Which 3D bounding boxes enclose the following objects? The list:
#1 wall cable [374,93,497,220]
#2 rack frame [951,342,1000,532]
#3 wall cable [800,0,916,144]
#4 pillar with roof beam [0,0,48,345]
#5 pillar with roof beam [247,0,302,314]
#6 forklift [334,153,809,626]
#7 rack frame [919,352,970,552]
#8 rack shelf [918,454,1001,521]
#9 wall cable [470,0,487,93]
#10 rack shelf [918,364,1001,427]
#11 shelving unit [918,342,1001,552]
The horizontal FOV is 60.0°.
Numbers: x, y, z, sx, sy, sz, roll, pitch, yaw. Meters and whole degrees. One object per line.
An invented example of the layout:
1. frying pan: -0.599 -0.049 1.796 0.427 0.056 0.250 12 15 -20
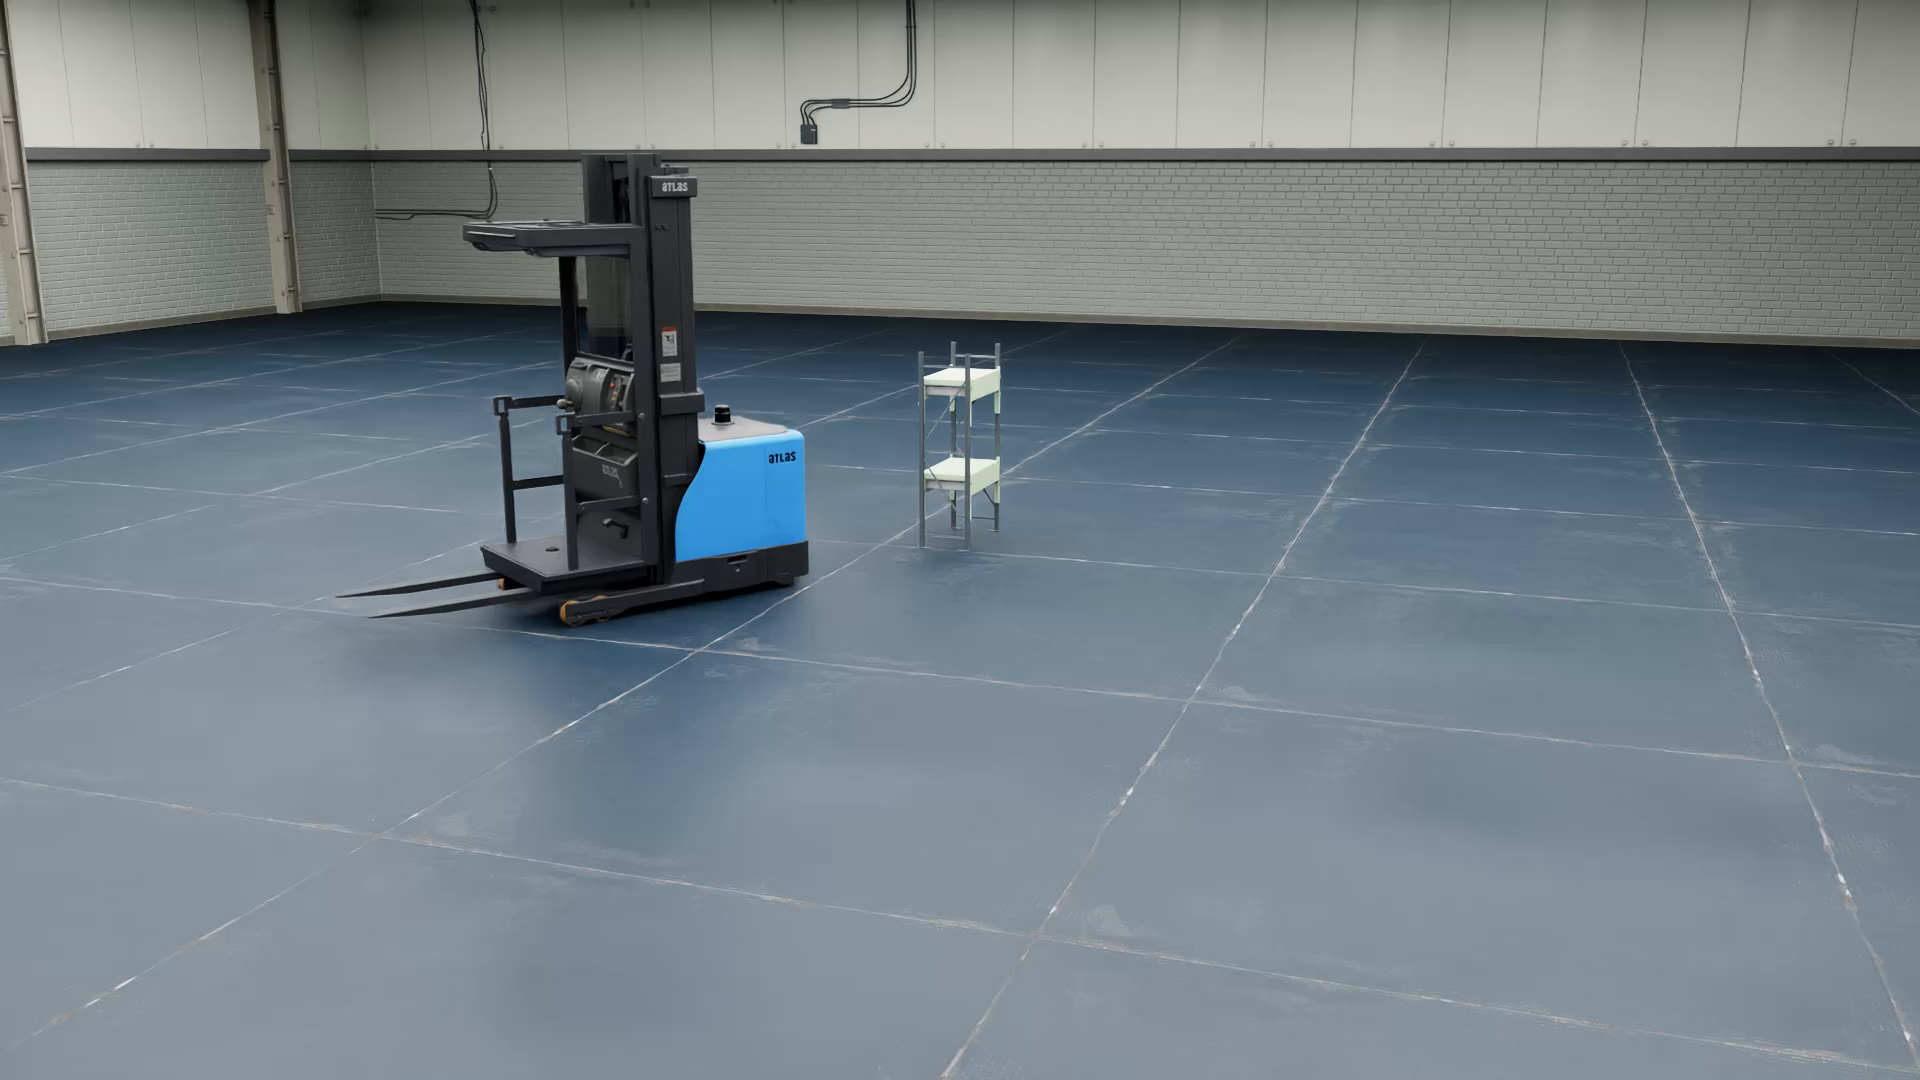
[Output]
1. wall cable: -10.882 -7.838 34.085 3.097 2.526 0.112 4 14 18
2. rack frame: 0.121 -0.810 13.165 0.400 1.500 0.023 4 14 18
3. wall cable: -1.904 -10.323 30.351 2.305 6.003 0.169 4 14 18
4. pillar with roof beam: -10.954 -7.254 24.546 9.100 9.000 0.400 4 14 18
5. pillar with roof beam: -9.013 -8.517 30.081 9.100 9.000 0.400 4 14 18
6. forklift: -2.539 -1.012 10.835 3.031 2.935 1.130 -10 16 -36
7. rack frame: -0.116 -0.656 12.490 0.400 1.500 0.023 4 14 18
8. rack shelf: 0.002 -0.415 12.900 0.431 0.370 0.720 4 14 18
9. wall cable: -8.322 -10.106 32.669 3.097 2.526 0.112 4 14 18
10. rack shelf: 0.002 -1.113 12.740 0.431 0.370 0.720 4 14 18
11. shelving unit: 0.002 -0.733 12.827 0.431 1.500 0.755 4 14 18
